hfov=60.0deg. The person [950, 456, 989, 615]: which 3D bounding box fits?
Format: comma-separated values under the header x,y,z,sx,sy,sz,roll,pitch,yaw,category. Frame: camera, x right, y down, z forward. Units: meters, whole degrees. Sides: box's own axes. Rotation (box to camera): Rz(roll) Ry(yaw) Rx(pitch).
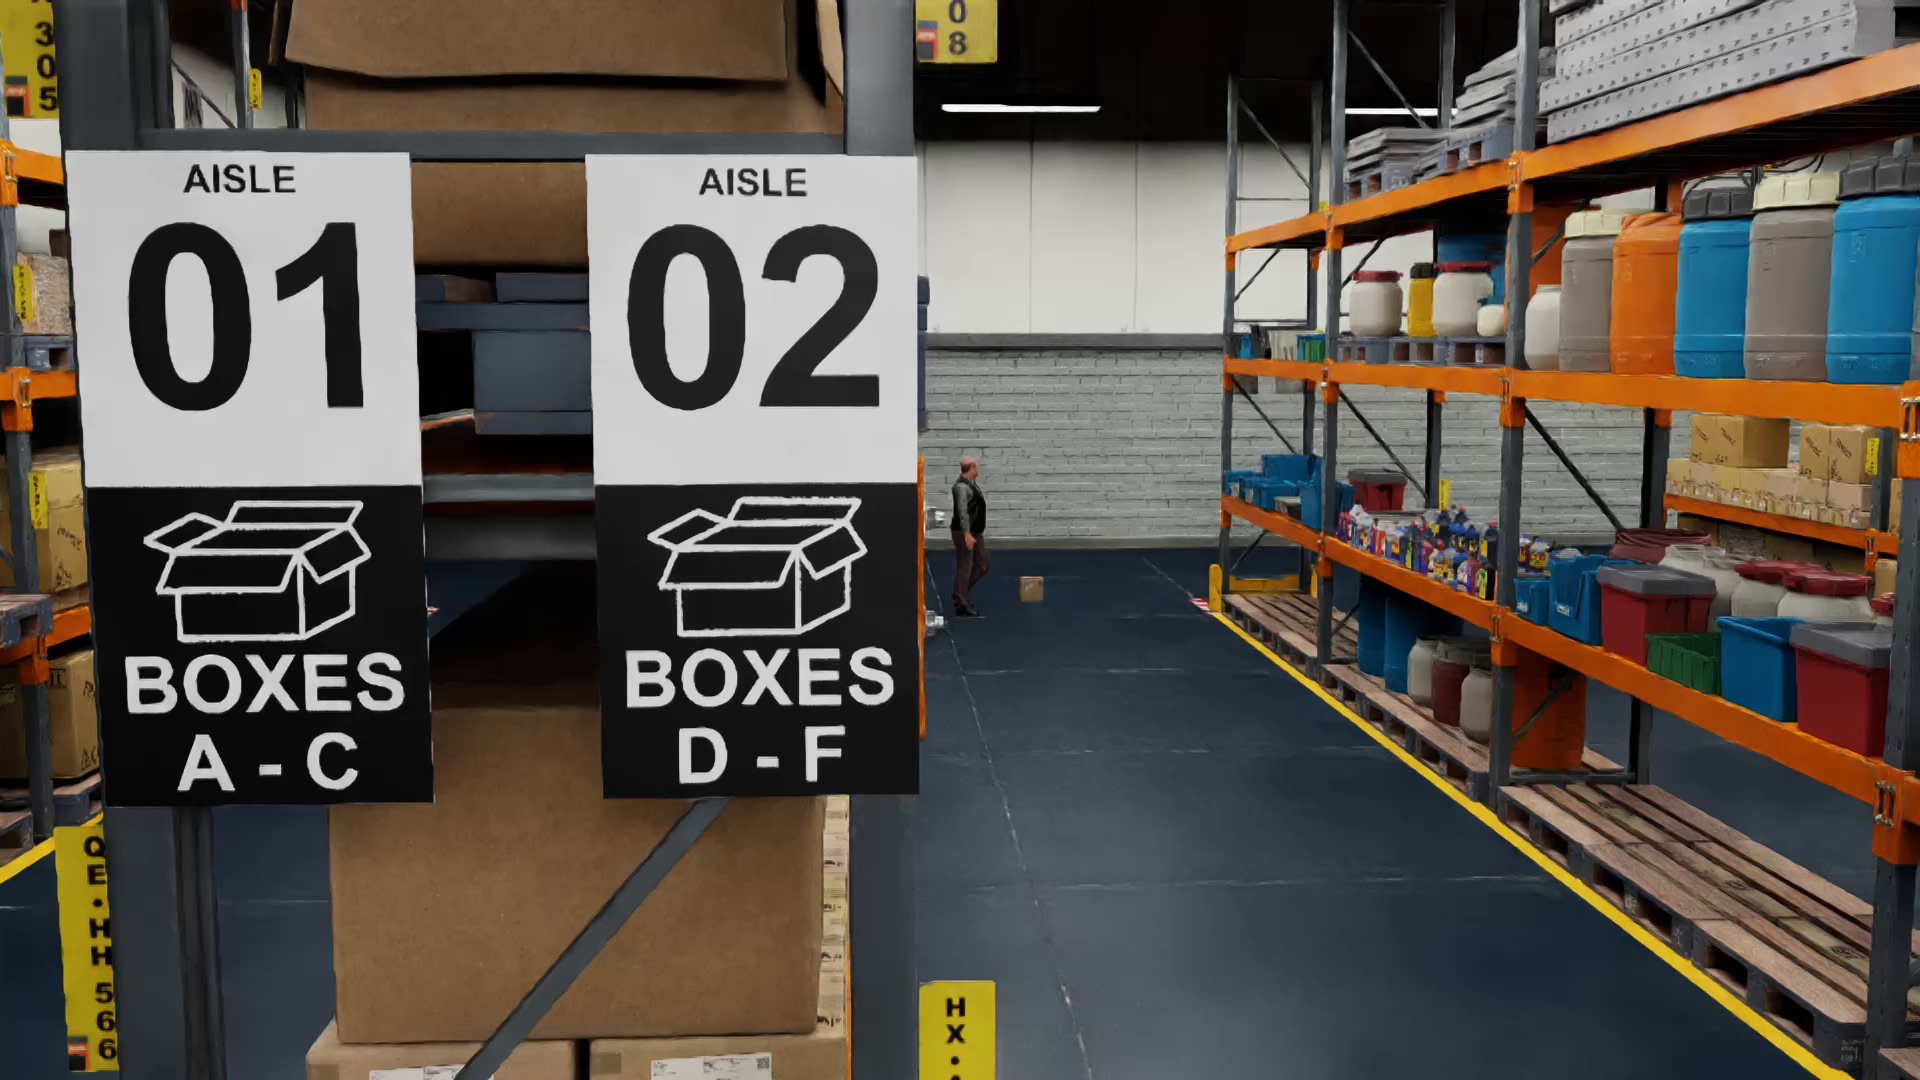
x,y,z,sx,sy,sz,roll,pitch,yaw,category
0.069,-0.058,18.255,0.411,1.732,0.575,2,7,16,person
